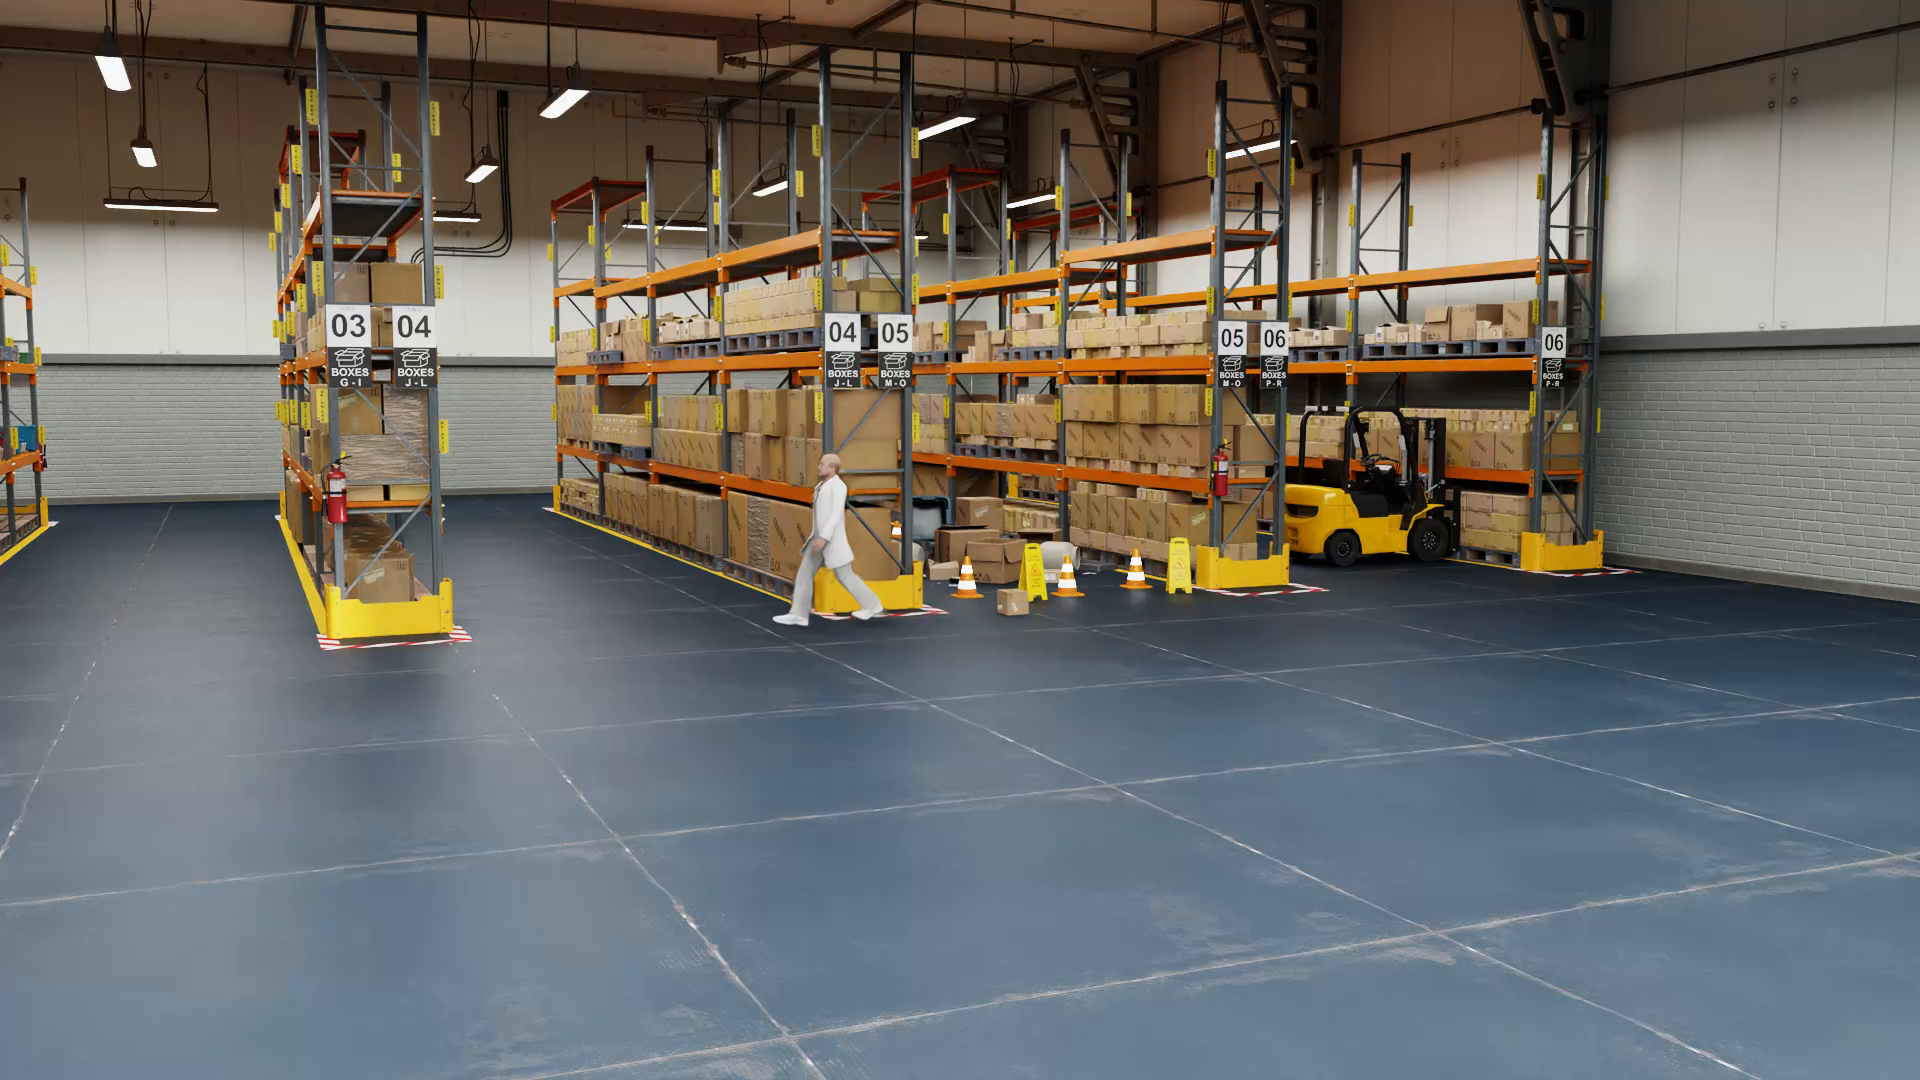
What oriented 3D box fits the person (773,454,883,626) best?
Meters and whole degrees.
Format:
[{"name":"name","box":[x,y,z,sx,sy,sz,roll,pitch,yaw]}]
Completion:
[{"name":"person","box":[-1.317,-0.003,16.709,1.141,1.729,0.568,-3,6,-30]}]
